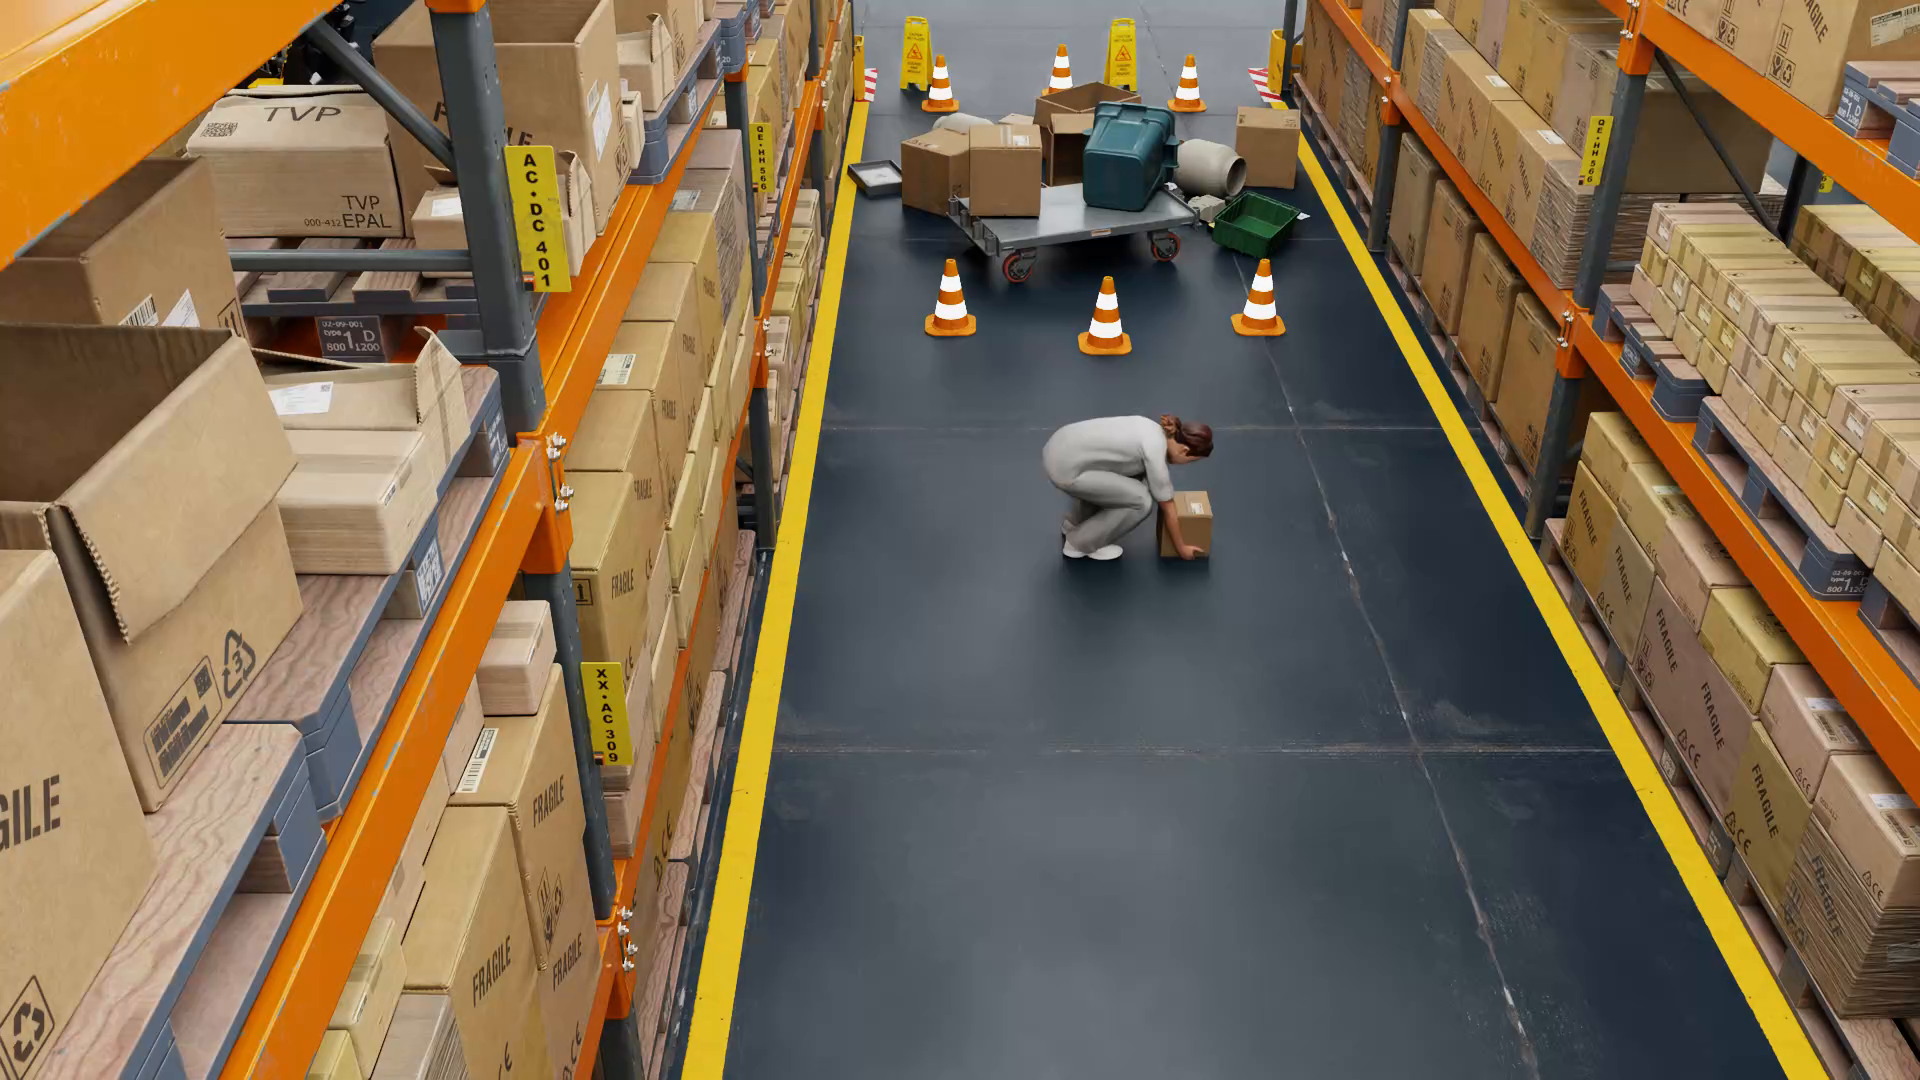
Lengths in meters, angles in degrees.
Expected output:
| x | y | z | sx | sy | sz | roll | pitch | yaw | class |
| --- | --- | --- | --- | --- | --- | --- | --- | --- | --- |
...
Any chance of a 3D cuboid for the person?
| x | y | z | sx | sy | sz | roll | pitch | yaw | class |
| --- | --- | --- | --- | --- | --- | --- | --- | --- | --- |
| 0.850 | -0.288 | 8.519 | 0.866 | 0.745 | 0.458 | -1 | 32 | -1 | person |
